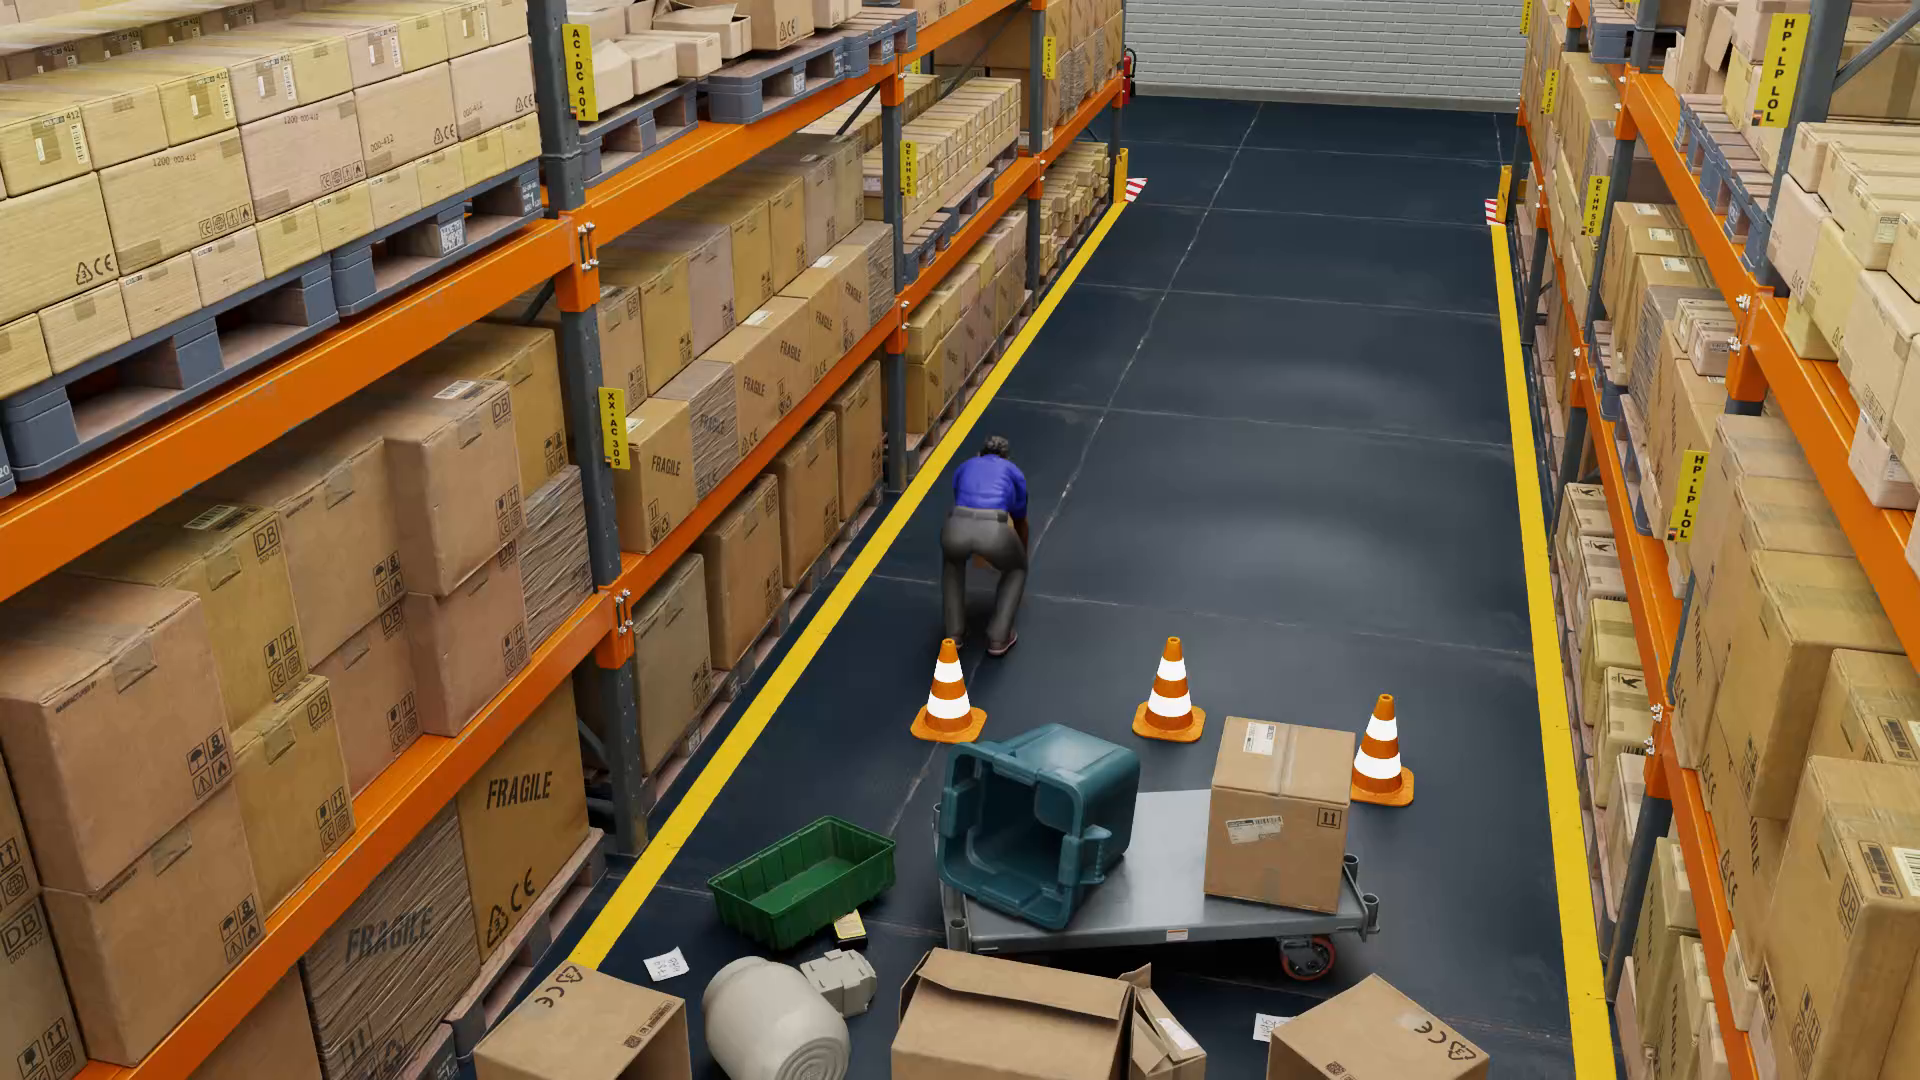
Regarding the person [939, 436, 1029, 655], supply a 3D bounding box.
[{"bbox_3d":[0.138,0.030,8.828,0.465,0.996,0.862,5,26,11],"label":"person"}]
